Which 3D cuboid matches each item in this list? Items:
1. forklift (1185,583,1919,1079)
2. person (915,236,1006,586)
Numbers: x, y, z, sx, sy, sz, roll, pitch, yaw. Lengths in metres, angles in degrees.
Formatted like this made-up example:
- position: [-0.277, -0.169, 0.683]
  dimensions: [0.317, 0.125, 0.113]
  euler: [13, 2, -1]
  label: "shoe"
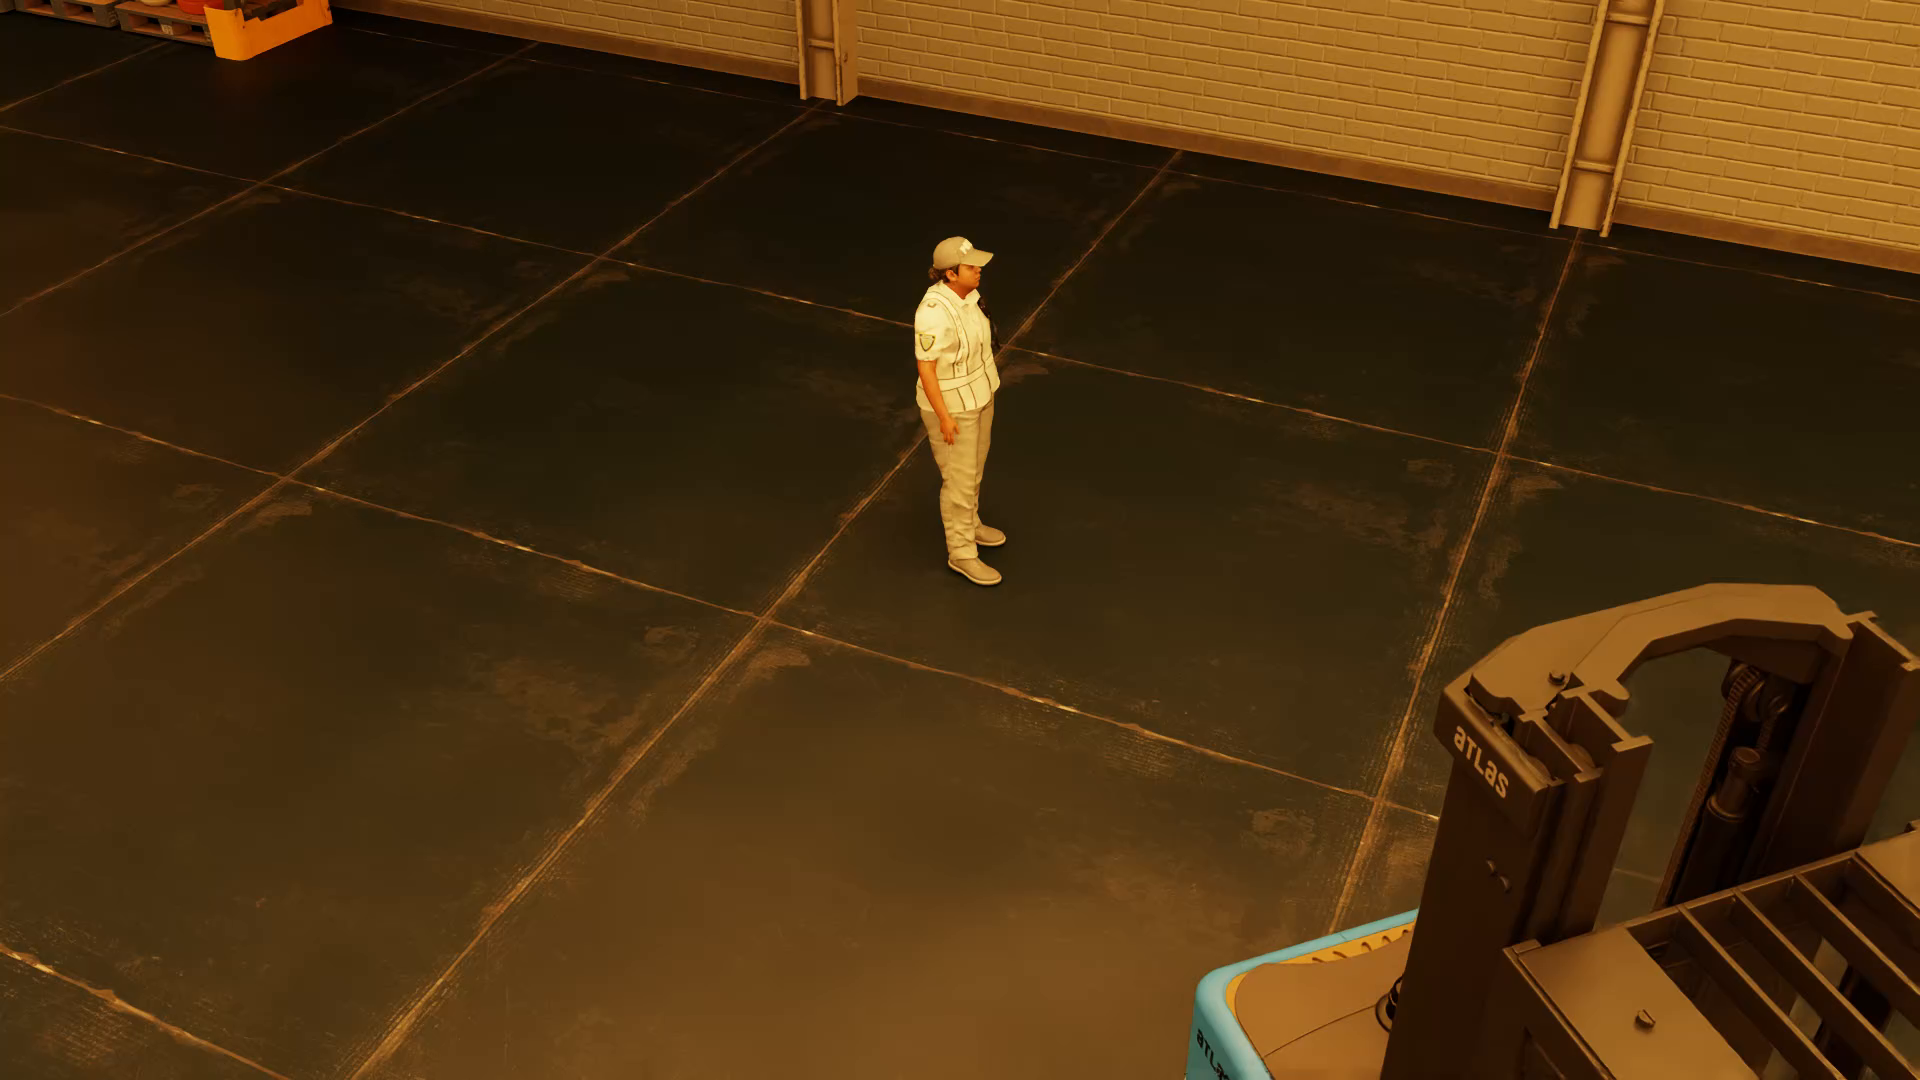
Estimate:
- position: [1.661, 1.686, 3.723]
  dimensions: [1.130, 2.935, 3.031]
  euler: [-12, 37, -16]
  label: "forklift"
- position: [0.060, -0.654, 8.080]
  dimensions: [0.529, 1.670, 0.598]
  euler: [15, 38, 20]
  label: "person"
